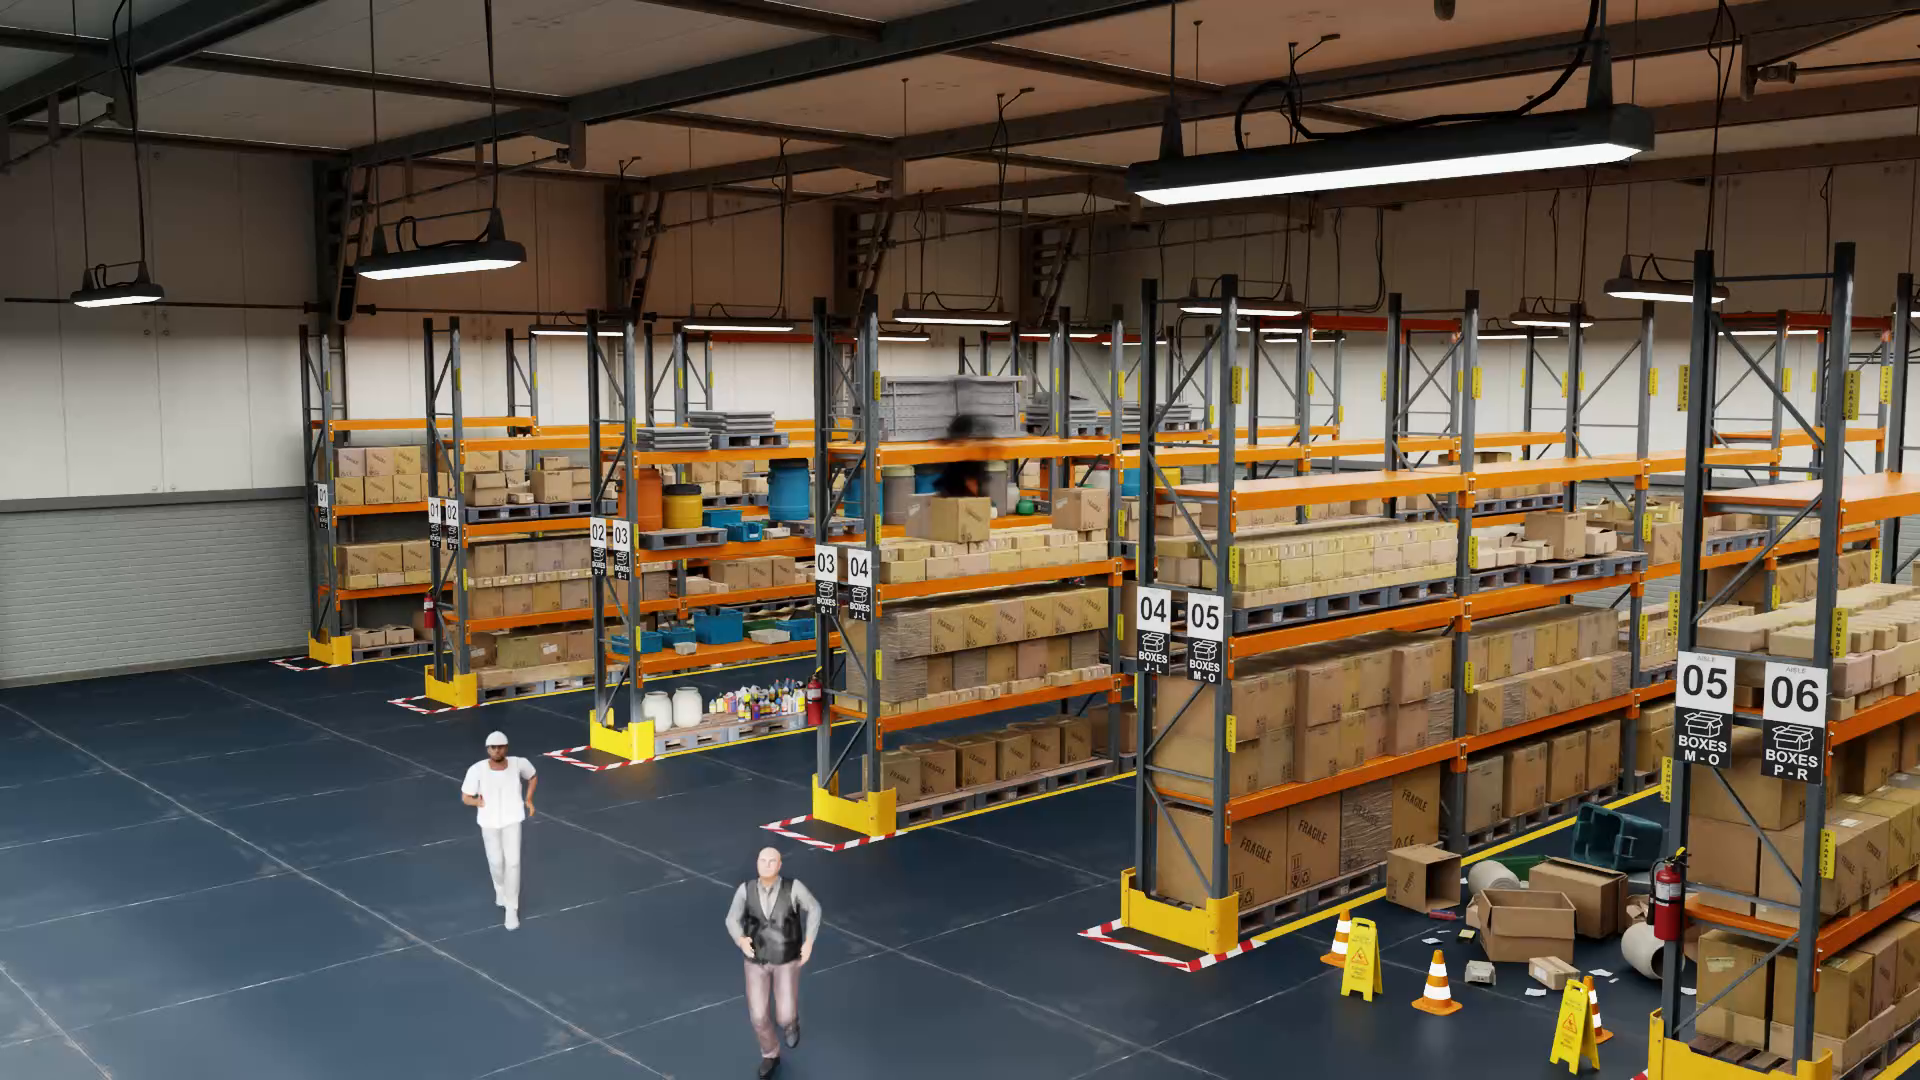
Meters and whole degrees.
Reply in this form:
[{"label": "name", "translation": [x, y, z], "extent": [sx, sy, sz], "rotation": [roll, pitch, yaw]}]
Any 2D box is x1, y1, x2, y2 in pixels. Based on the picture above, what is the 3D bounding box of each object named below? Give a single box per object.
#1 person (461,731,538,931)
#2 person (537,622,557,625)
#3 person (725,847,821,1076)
[{"label": "person", "translation": [-4.348, 2.700, 15.723], "extent": [0.681, 1.824, 0.830], "rotation": [-1, 6, -11]}, {"label": "person", "translation": [-7.176, 1.385, 29.133], "extent": [0.664, 1.684, 0.678], "rotation": [5, 8, 41]}, {"label": "person", "translation": [-1.384, 3.098, 12.243], "extent": [0.698, 1.688, 0.591], "rotation": [0, 6, 1]}]
